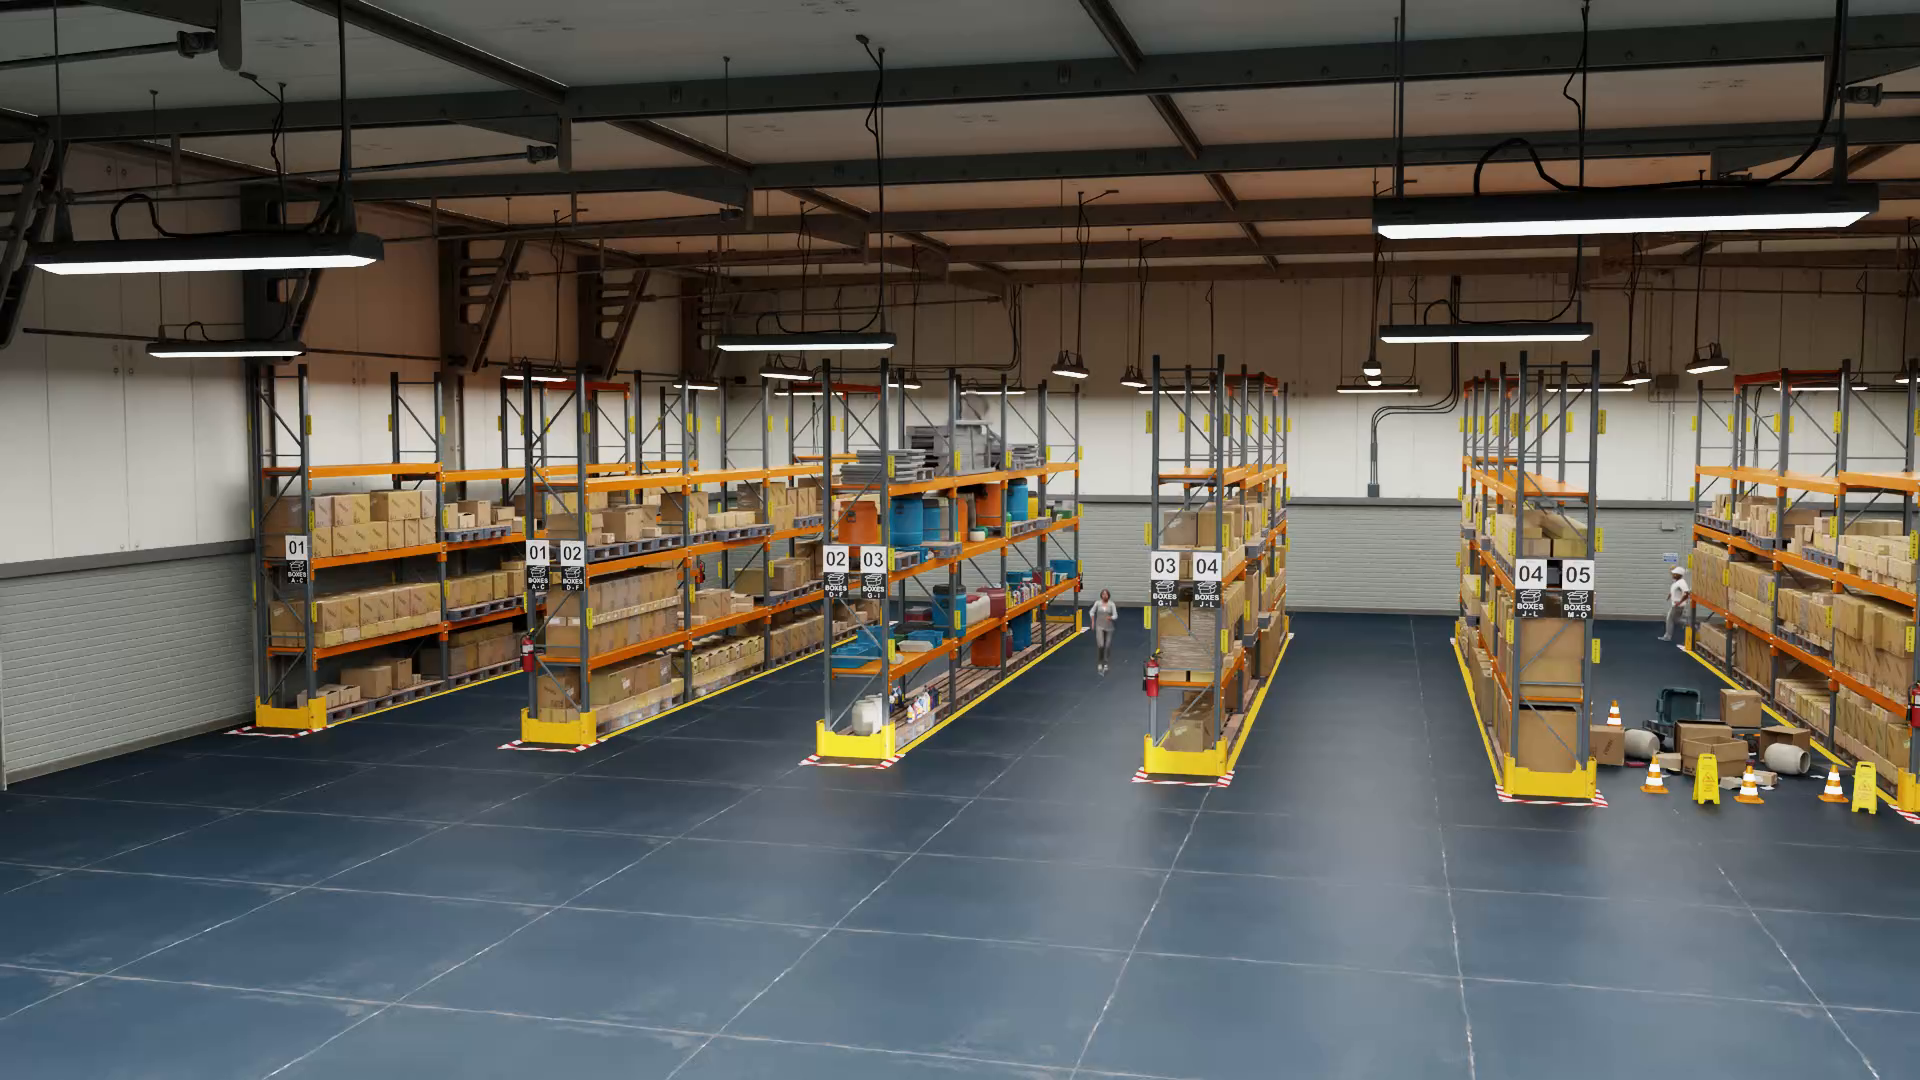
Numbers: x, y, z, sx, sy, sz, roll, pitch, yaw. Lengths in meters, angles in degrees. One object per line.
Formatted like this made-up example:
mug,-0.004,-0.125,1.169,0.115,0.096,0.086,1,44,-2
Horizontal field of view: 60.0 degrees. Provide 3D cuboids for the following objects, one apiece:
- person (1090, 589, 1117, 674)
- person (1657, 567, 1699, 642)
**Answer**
person,2.738,1.740,31.646,0.506,1.631,0.646,0,4,0
person,16.576,1.494,38.306,0.904,1.743,0.760,1,4,19
